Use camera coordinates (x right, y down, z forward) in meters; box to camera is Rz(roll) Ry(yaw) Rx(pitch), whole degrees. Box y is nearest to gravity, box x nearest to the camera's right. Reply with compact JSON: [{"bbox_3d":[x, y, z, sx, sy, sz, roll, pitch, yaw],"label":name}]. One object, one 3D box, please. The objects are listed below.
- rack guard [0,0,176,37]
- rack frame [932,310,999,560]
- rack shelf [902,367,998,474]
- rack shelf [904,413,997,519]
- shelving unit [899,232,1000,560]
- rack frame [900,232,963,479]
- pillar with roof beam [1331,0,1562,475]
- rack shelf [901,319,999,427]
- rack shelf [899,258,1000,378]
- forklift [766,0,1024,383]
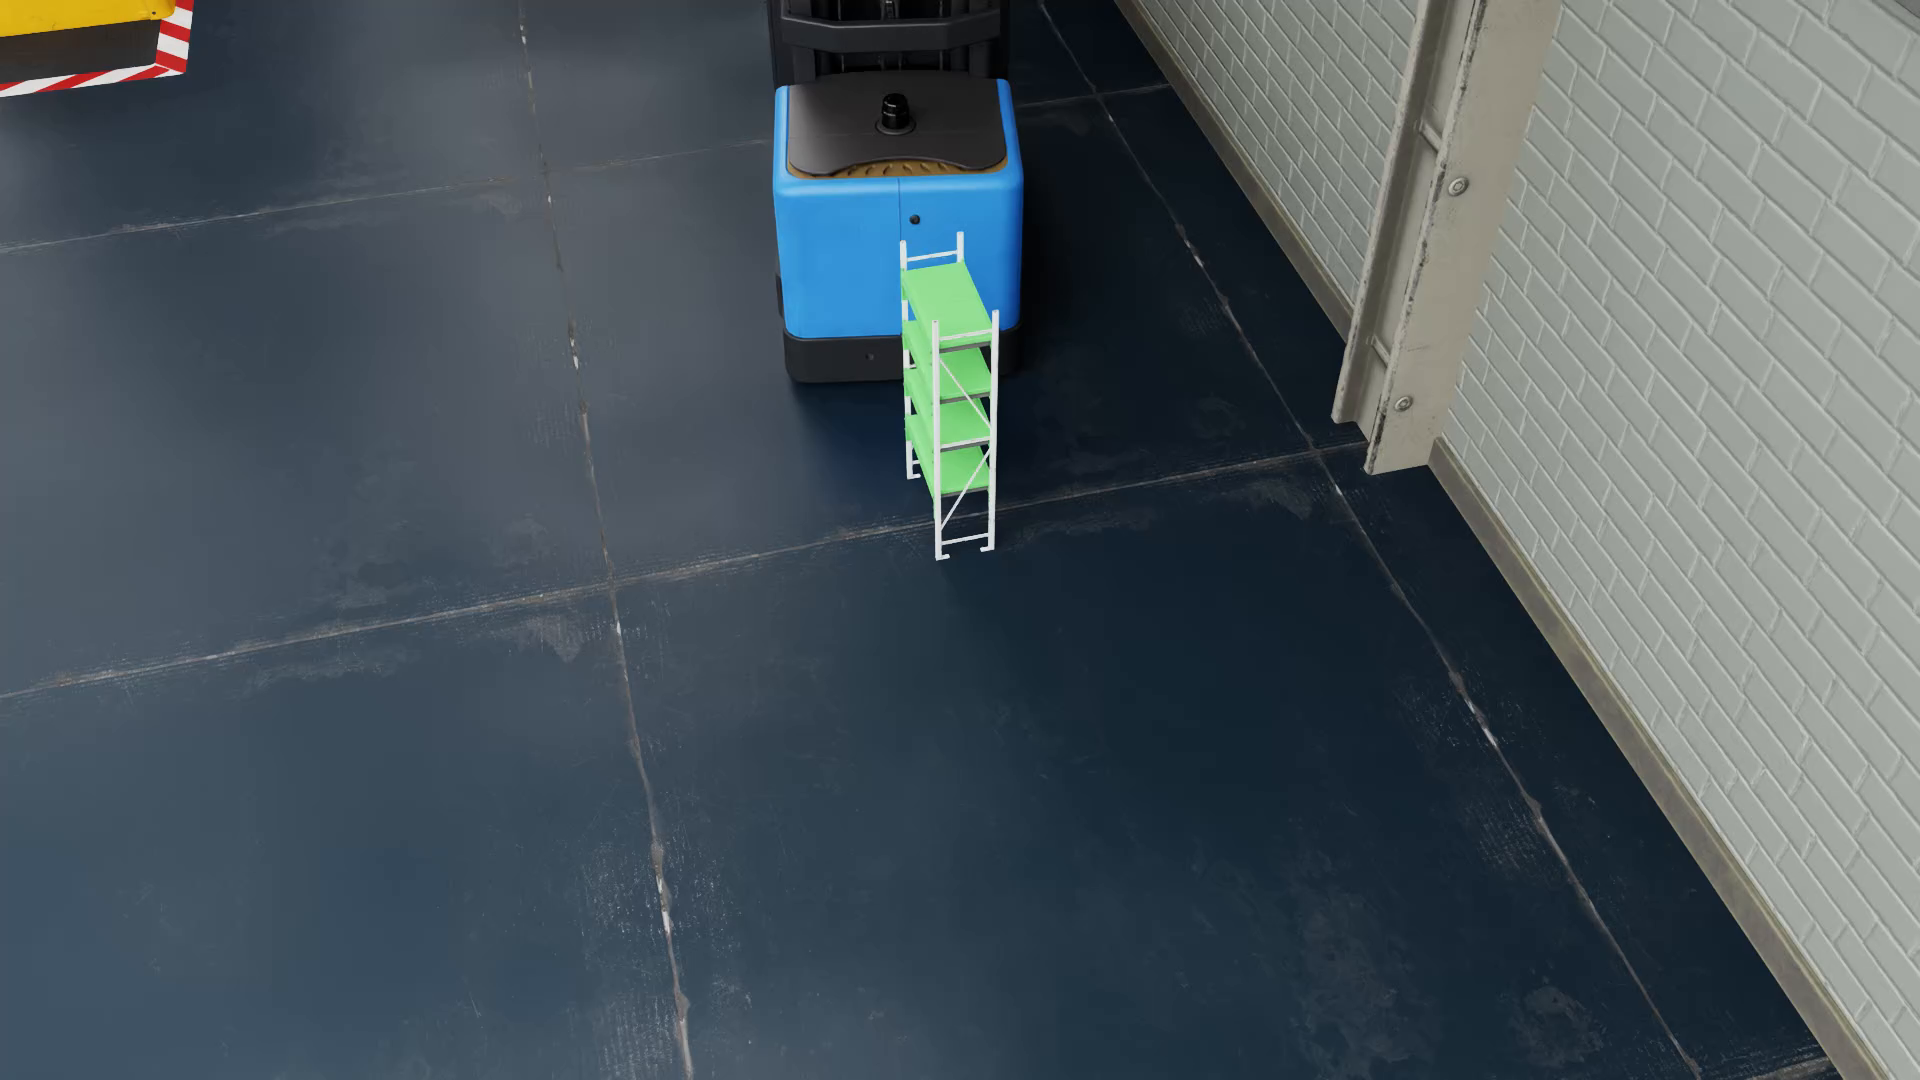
[{"bbox_3d":[-5.224,-3.252,9.587,1.175,0.500,0.348,-11,47,-10],"label":"rack guard"},{"bbox_3d":[0.020,-0.366,6.268,0.240,1.200,0.015,-11,47,-10],"label":"rack frame"},{"bbox_3d":[-0.042,-0.490,6.479,0.258,0.148,0.480,-11,47,-10],"label":"rack shelf"},{"bbox_3d":[-0.042,-0.322,6.651,0.258,0.148,0.480,-11,47,-10],"label":"rack shelf"},{"bbox_3d":[-0.042,-0.534,6.433,0.258,1.200,0.503,-11,47,-10],"label":"shelving unit"},{"bbox_3d":[-0.105,-0.703,6.599,0.240,1.200,0.015,-11,47,-10],"label":"rack frame"},{"bbox_3d":[-2.339,-2.801,3.194,9.100,9.000,0.400,-11,47,-10],"label":"pillar with roof beam"},{"bbox_3d":[-0.042,-0.658,6.308,0.258,0.148,0.480,-11,47,-10],"label":"rack shelf"},{"bbox_3d":[-0.042,-0.825,6.136,0.258,0.148,0.480,-11,47,-10],"label":"rack shelf"},{"bbox_3d":[-0.334,-2.764,7.407,1.130,2.935,3.031,-3,46,-2],"label":"forklift"}]
